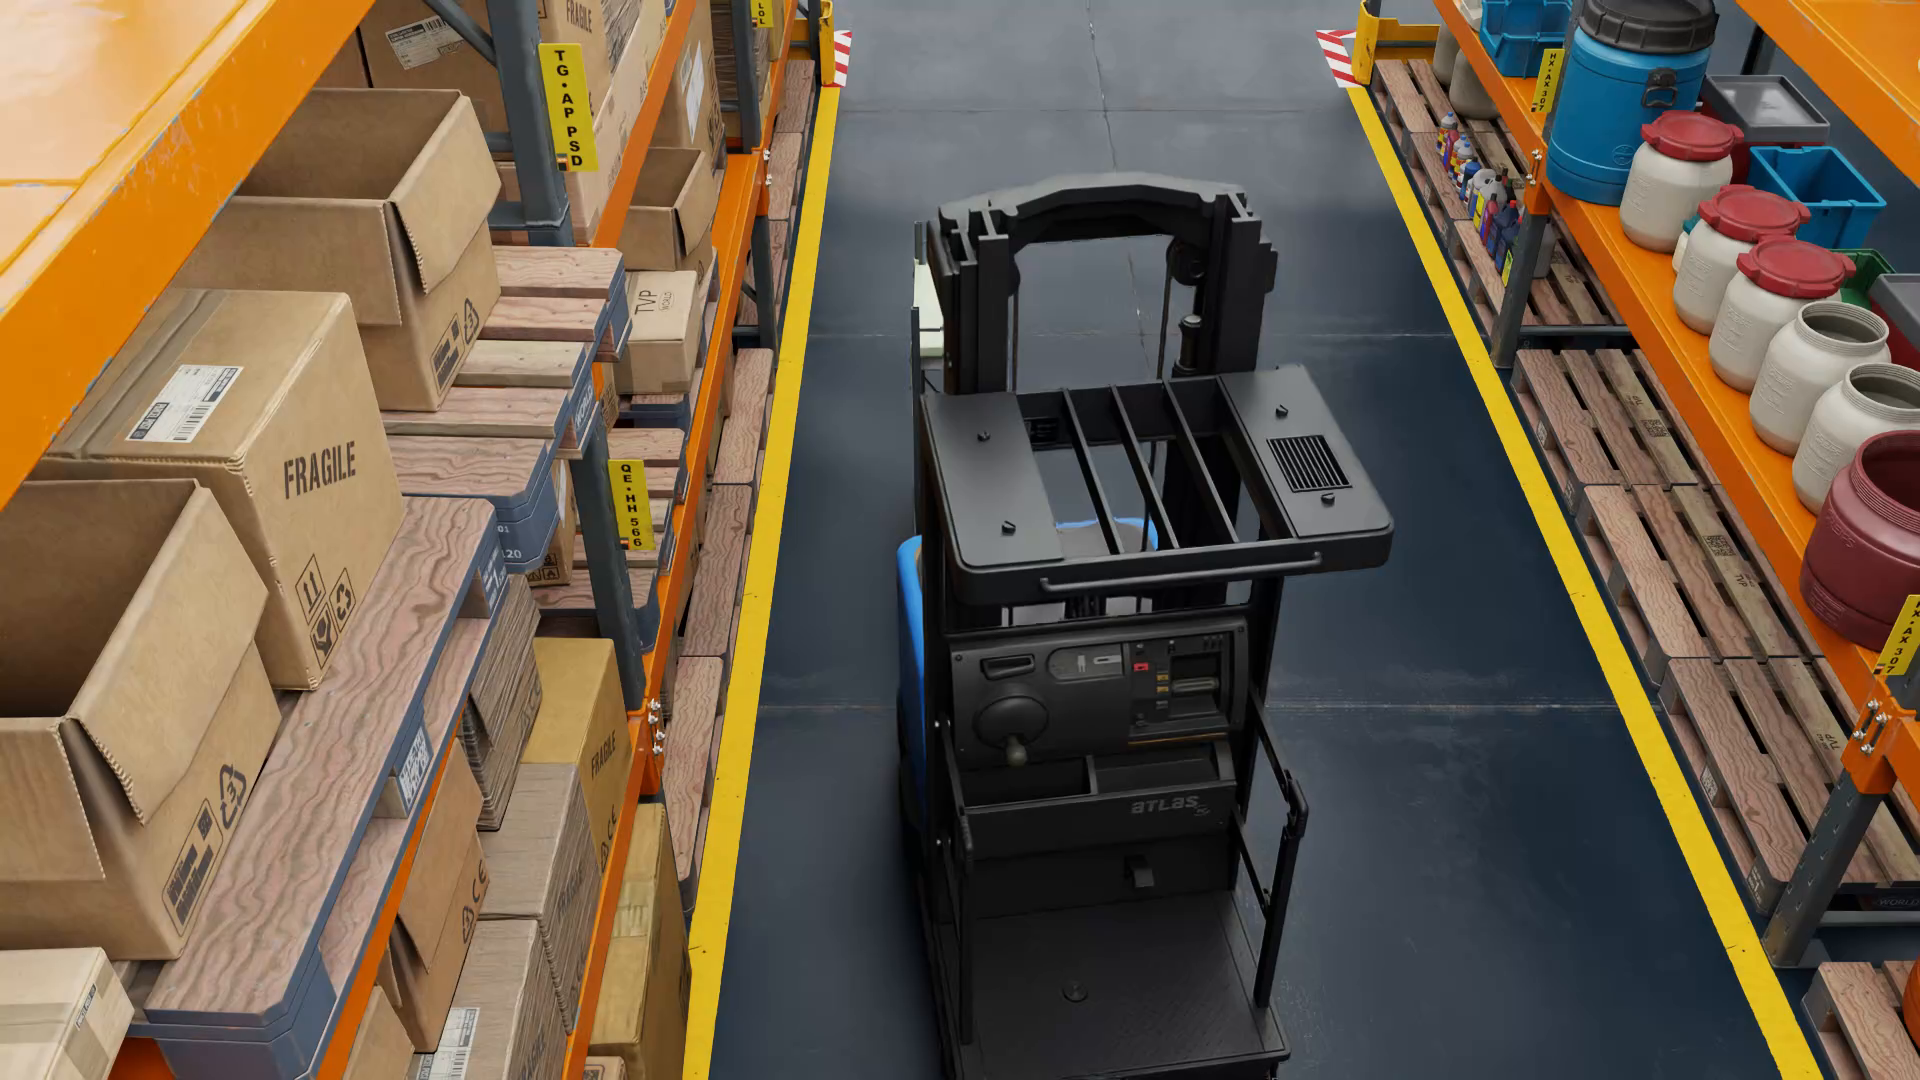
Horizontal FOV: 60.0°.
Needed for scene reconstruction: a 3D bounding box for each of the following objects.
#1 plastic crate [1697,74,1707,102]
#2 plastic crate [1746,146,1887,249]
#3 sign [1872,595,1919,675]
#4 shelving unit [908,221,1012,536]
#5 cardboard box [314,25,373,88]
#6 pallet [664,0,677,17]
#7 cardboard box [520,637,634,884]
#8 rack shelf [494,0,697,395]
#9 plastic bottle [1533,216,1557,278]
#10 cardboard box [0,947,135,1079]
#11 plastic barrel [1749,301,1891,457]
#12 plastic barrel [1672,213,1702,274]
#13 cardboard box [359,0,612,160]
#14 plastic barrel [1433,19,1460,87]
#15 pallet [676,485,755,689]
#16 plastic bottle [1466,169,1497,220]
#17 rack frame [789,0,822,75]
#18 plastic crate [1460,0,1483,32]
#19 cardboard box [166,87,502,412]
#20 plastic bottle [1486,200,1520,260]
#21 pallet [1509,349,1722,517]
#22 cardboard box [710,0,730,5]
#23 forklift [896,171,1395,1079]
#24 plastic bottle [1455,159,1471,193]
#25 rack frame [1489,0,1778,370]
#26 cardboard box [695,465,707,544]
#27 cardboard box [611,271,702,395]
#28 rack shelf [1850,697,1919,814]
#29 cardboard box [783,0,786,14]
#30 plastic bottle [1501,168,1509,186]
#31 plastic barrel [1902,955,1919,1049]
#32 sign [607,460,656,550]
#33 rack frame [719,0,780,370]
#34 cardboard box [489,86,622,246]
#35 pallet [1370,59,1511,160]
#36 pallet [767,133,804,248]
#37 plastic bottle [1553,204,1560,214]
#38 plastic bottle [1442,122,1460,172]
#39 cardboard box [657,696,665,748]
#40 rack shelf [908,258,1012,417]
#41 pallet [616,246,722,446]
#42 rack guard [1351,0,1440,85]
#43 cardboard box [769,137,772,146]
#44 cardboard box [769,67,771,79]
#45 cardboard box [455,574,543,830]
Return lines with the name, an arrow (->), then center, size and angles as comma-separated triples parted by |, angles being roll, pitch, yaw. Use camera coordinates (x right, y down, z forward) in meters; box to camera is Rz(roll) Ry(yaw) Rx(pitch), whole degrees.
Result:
plastic crate -> 3.575, -2.452, 8.707 | 0.767, 0.338, 0.504 | 0, 39, 0
plastic crate -> 3.761, -1.453, 7.423 | 0.392, 0.384, 0.575 | 0, 39, 0
sign -> 2.903, 0.293, 5.100 | 0.100, 0.325, 0.005 | 0, 39, 0
shelving unit -> 0.000, -0.589, 7.532 | 0.431, 1.500, 0.755 | 0, 39, 0
cardboard box -> -1.751, -1.347, 4.399 | 0.500, 0.500, 0.500 | 1, 39, 1
pallet -> -1.606, -2.208, 6.104 | 1.213, 0.211, 1.003 | 0, 39, 0
cardboard box -> -1.252, 0.625, 4.737 | 0.500, 0.500, 0.500 | 1, 39, 1
rack shelf -> -1.502, -1.785, 6.000 | 1.077, 0.370, 4.000 | 0, 39, 0
plastic bottle -> 3.303, -1.690, 9.472 | 0.144, 0.351, 0.185 | 0, 39, 0
cardboard box -> -1.347, 0.690, 2.203 | 0.380, 0.149, 0.250 | -2, 39, -2
plastic barrel -> 3.238, -0.598, 6.253 | 0.421, 0.512, 0.421 | 0, 39, 0
plastic barrel -> 3.296, -1.267, 7.289 | 0.301, 0.262, 0.301 | 0, 39, 0
cardboard box -> -1.243, -1.343, 4.394 | 0.500, 0.500, 0.500 | 0, 39, 0
plastic barrel -> 3.521, -3.432, 11.533 | 0.421, 0.512, 0.421 | 0, 39, 0
pallet -> -1.498, 0.194, 7.584 | 1.003, 0.211, 1.213 | 0, 39, 0
plastic bottle -> 3.162, -2.084, 10.024 | 0.152, 0.276, 0.135 | 1, 39, 1
rack frame -> -1.509, -4.647, 11.395 | 1.000, 3.000, 0.127 | 0, 39, 0
plastic crate -> 3.193, -3.061, 9.628 | 0.530, 0.136, 0.437 | 0, 39, 0
cardboard box -> -1.427, -0.637, 3.575 | 0.797, 0.503, 0.637 | 2, 39, 3
plastic bottle -> 3.159, -1.810, 9.621 | 0.144, 0.351, 0.185 | -2, 39, -2
pallet -> 3.488, -0.570, 8.538 | 1.003, 0.211, 1.213 | 0, 39, 0
cardboard box -> -1.251, -2.972, 8.189 | 0.500, 0.500, 0.500 | 0, 39, 0
forklift -> 0.468, 0.546, 4.971 | 1.130, 2.935, 3.031 | -5, 39, -7
plastic bottle -> 3.135, -2.257, 10.299 | 0.097, 0.201, 0.097 | 0, 39, 0
rack frame -> 3.448, -2.149, 8.279 | 1.000, 3.000, 0.127 | 0, 39, 0
cardboard box -> -1.543, -0.310, 7.630 | 0.700, 0.500, 0.500 | -3, 39, -4
cardboard box -> -1.272, -0.798, 6.376 | 0.500, 0.250, 0.500 | -1, 39, -1
rack shelf -> 3.455, 1.884, 3.821 | 1.077, 0.370, 4.000 | 0, 39, 0
cardboard box -> -1.219, -3.120, 9.691 | 0.380, 0.149, 0.250 | 0, 39, 0
plastic bottle -> 3.269, -2.087, 10.022 | 0.061, 0.283, 0.133 | 0, 39, 0
plastic barrel -> 3.470, 1.341, 5.323 | 0.600, 0.830, 0.708 | 0, 39, 0
sign -> -0.945, -0.098, 4.794 | 0.100, 0.325, 0.005 | 0, 39, 0
rack frame -> -1.505, -2.145, 8.274 | 1.000, 3.000, 0.127 | 0, 39, 0
cardboard box -> -1.246, -1.050, 4.629 | 0.500, 0.250, 0.500 | 1, 39, 1
pallet -> 3.486, -3.007, 11.579 | 1.003, 0.211, 1.213 | 0, 39, 0
pallet -> -1.545, -2.242, 10.625 | 1.003, 0.211, 1.213 | 0, 39, 0
plastic bottle -> 3.713, -2.131, 10.082 | 0.152, 0.276, 0.135 | 0, 39, 0
plastic bottle -> 3.116, -2.487, 10.520 | 0.061, 0.283, 0.133 | 1, 39, 1
cardboard box -> -1.521, 0.741, 6.320 | 0.700, 0.500, 0.500 | -2, 39, -2
rack shelf -> 0.000, -0.894, 7.288 | 0.431, 0.370, 0.720 | 0, 39, 0
pallet -> -1.543, -0.807, 6.757 | 1.003, 0.211, 1.213 | 0, 39, 0
rack guard -> 3.491, -3.628, 12.122 | 1.175, 0.500, 0.348 | 0, 39, 0
cardboard box -> -1.509, -2.679, 10.604 | 0.500, 0.500, 0.500 | 3, 39, 4
cardboard box -> -1.219, -2.495, 8.911 | 0.380, 0.149, 0.250 | 0, 39, 0
cardboard box -> -1.515, 0.383, 4.237 | 0.797, 0.503, 0.637 | 1, 39, 1
